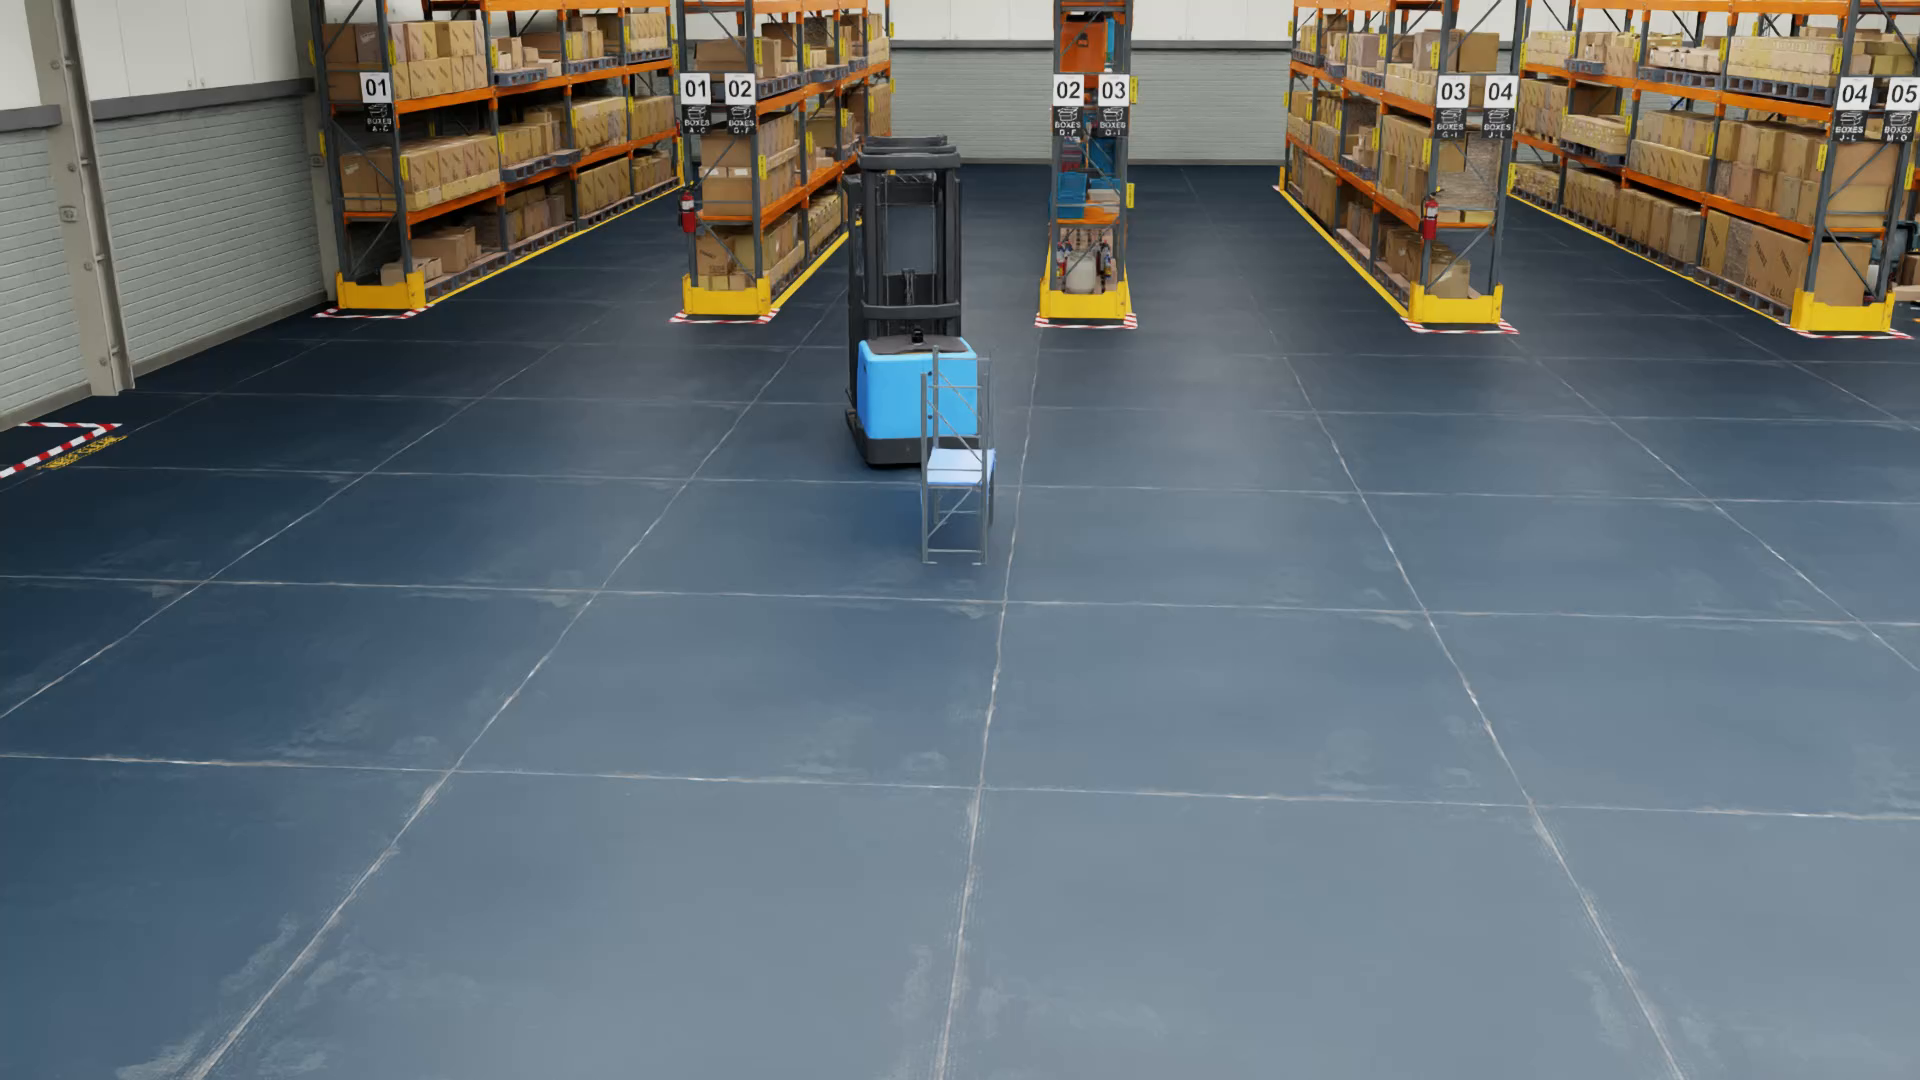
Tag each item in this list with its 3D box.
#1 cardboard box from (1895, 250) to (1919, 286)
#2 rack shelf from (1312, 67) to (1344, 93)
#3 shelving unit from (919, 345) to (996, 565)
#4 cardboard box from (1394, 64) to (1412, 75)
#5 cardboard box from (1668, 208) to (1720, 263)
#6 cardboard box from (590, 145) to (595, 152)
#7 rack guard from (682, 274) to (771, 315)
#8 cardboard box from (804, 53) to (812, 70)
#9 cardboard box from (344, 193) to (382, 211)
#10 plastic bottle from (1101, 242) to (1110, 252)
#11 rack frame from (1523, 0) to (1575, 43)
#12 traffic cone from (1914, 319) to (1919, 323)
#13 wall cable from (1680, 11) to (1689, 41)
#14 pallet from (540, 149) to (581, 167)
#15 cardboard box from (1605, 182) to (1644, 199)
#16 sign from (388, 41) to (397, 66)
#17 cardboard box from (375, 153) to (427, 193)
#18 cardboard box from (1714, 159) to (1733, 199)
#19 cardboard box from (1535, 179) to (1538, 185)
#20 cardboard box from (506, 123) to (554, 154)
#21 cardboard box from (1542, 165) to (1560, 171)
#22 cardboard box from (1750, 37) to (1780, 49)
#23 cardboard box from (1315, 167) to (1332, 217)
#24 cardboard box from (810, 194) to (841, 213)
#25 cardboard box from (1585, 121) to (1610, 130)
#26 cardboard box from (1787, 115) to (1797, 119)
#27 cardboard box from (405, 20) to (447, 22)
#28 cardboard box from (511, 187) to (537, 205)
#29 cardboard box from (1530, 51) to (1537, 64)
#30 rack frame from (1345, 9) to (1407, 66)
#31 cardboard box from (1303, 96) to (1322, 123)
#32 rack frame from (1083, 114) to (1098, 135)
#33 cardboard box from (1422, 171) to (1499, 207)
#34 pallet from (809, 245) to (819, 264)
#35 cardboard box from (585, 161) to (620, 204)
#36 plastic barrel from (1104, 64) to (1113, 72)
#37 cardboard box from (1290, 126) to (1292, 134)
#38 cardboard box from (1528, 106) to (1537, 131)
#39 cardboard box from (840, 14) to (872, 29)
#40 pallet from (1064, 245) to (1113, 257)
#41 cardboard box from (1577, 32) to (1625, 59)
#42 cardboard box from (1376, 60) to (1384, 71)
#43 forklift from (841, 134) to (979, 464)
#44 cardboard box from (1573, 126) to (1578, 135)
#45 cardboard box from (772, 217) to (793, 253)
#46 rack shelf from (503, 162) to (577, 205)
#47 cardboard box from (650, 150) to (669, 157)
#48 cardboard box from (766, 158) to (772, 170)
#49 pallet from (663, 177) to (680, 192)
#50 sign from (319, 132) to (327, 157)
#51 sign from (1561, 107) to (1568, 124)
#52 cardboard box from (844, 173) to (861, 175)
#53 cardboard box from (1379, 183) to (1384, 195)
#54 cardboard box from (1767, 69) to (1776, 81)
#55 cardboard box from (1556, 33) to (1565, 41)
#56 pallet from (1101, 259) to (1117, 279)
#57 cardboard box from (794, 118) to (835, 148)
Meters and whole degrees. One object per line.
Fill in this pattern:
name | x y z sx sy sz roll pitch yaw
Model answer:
cardboard box | 14.206 -3.917 24.350 0.797 0.637 0.503 1 18 4
rack shelf | 7.379 -8.556 31.057 1.077 0.370 4.000 1 18 4
shelving unit | -0.006 -0.686 13.109 0.538 1.500 1.048 1 18 4
cardboard box | 6.667 -6.975 24.675 0.380 0.149 0.250 0 18 1
cardboard box | 11.843 -4.793 26.170 1.050 0.750 0.750 1 18 4
cardboard box | -7.267 -7.571 32.082 0.380 0.149 0.250 2 18 5
rack guard | -3.220 -3.394 22.978 1.175 0.500 0.348 1 18 4
cardboard box | -2.734 -7.978 27.702 0.500 0.250 0.500 0 18 -1
cardboard box | -8.320 -4.787 23.422 0.500 0.250 0.500 2 18 5
plastic bottle | 2.236 -4.404 25.594 0.144 0.351 0.185 0 18 1
rack frame | 12.749 -12.045 35.731 1.000 3.000 0.127 1 18 4
traffic cone | 13.056 -3.153 22.301 0.336 0.463 0.334 1 18 4
wall cable | 17.820 -13.739 40.900 0.463 3.000 0.029 1 18 4
pallet | -7.531 -6.869 29.876 1.213 0.211 1.003 1 18 4
cardboard box | 11.963 -6.296 29.956 0.500 0.250 0.500 1 18 3
sign | -7.619 -6.527 22.306 0.100 0.325 0.005 1 18 4
cardboard box | -7.826 -5.135 23.281 0.500 0.500 0.500 1 18 4
cardboard box | 11.874 -5.424 24.917 0.875 0.550 0.550 1 18 4
cardboard box | 12.421 -7.615 35.271 0.380 0.149 0.250 2 18 7
cardboard box | -7.623 -7.120 29.467 0.700 0.500 0.500 0 18 -1
cardboard box | 12.888 -8.075 36.198 0.380 0.149 0.250 2 18 5
cardboard box | 11.470 -7.057 23.614 0.380 0.149 0.250 1 18 3
cardboard box | 7.377 -6.532 31.279 1.225 0.875 0.875 1 18 4
cardboard box | -2.437 -6.065 29.957 0.500 0.311 0.500 2 18 5
cardboard box | 11.868 -7.717 30.931 0.380 0.149 0.250 2 18 6
cardboard box | 17.237 -8.864 33.891 0.500 0.500 0.500 2 18 5
cardboard box | -8.193 -7.753 25.651 0.500 0.500 0.500 2 18 5
cardboard box | -7.721 -6.001 29.023 0.500 0.250 0.500 1 18 4
cardboard box | 12.420 -10.251 35.314 0.500 0.250 0.500 2 18 6
rack frame | 7.235 -9.703 28.582 1.000 3.000 0.127 1 18 4
cardboard box | 7.328 -8.825 34.096 0.500 0.500 0.500 1 18 4
rack frame | 2.582 -8.205 33.645 1.000 3.000 0.127 1 18 4
cardboard box | 6.729 -4.726 22.391 0.875 0.500 0.500 1 18 4
pallet | -2.918 -4.736 27.538 1.003 0.211 1.213 1 18 4
cardboard box | -7.277 -7.123 33.121 0.750 0.750 0.750 2 18 6
plastic barrel | 2.437 -7.922 28.187 0.301 0.262 0.301 0 18 0
cardboard box | 7.419 -8.955 36.338 0.380 0.149 0.250 1 18 3
cardboard box | 12.381 -8.931 35.224 0.500 0.500 0.500 2 18 5
cardboard box | -2.184 -10.568 34.275 0.700 0.500 0.500 1 18 4
pallet | 2.026 -4.640 27.243 1.003 0.211 1.213 1 18 4
cardboard box | 12.325 -9.509 31.974 0.700 0.500 0.500 1 18 4
cardboard box | 6.983 -7.708 27.013 0.380 0.166 0.250 1 18 2
forklift | -0.568 -2.509 16.374 1.130 2.935 3.031 -3 18 -9
cardboard box | 11.922 -7.820 31.722 0.380 0.149 0.250 1 18 2
cardboard box | -2.827 -4.622 25.247 0.500 0.500 0.500 1 18 4
rack shelf | -7.730 -6.220 28.745 1.077 0.370 4.000 1 18 4
cardboard box | -6.791 -8.724 37.530 0.380 0.149 0.250 1 18 3
cardboard box | -2.903 -5.383 23.831 0.380 0.149 0.250 1 18 2
pallet | -6.992 -8.093 37.782 1.003 0.211 1.213 1 18 4
sign | -8.712 -5.418 22.773 0.100 0.325 0.005 1 18 4
sign | 11.920 -8.373 32.769 0.100 0.325 0.005 1 18 4
cardboard box | -2.108 -7.178 33.819 0.500 0.500 0.500 1 18 4
cardboard box | 6.602 -5.353 25.344 0.380 0.149 0.250 1 18 4
cardboard box | 11.415 -6.442 23.018 0.380 0.149 0.250 2 18 5
cardboard box | 12.279 -10.160 33.594 0.380 0.149 0.250 1 18 2
pallet | 1.919 -4.187 25.863 1.003 0.211 1.213 1 18 4
cardboard box | -2.712 -7.519 30.718 0.700 0.500 0.500 -5 19 -15
